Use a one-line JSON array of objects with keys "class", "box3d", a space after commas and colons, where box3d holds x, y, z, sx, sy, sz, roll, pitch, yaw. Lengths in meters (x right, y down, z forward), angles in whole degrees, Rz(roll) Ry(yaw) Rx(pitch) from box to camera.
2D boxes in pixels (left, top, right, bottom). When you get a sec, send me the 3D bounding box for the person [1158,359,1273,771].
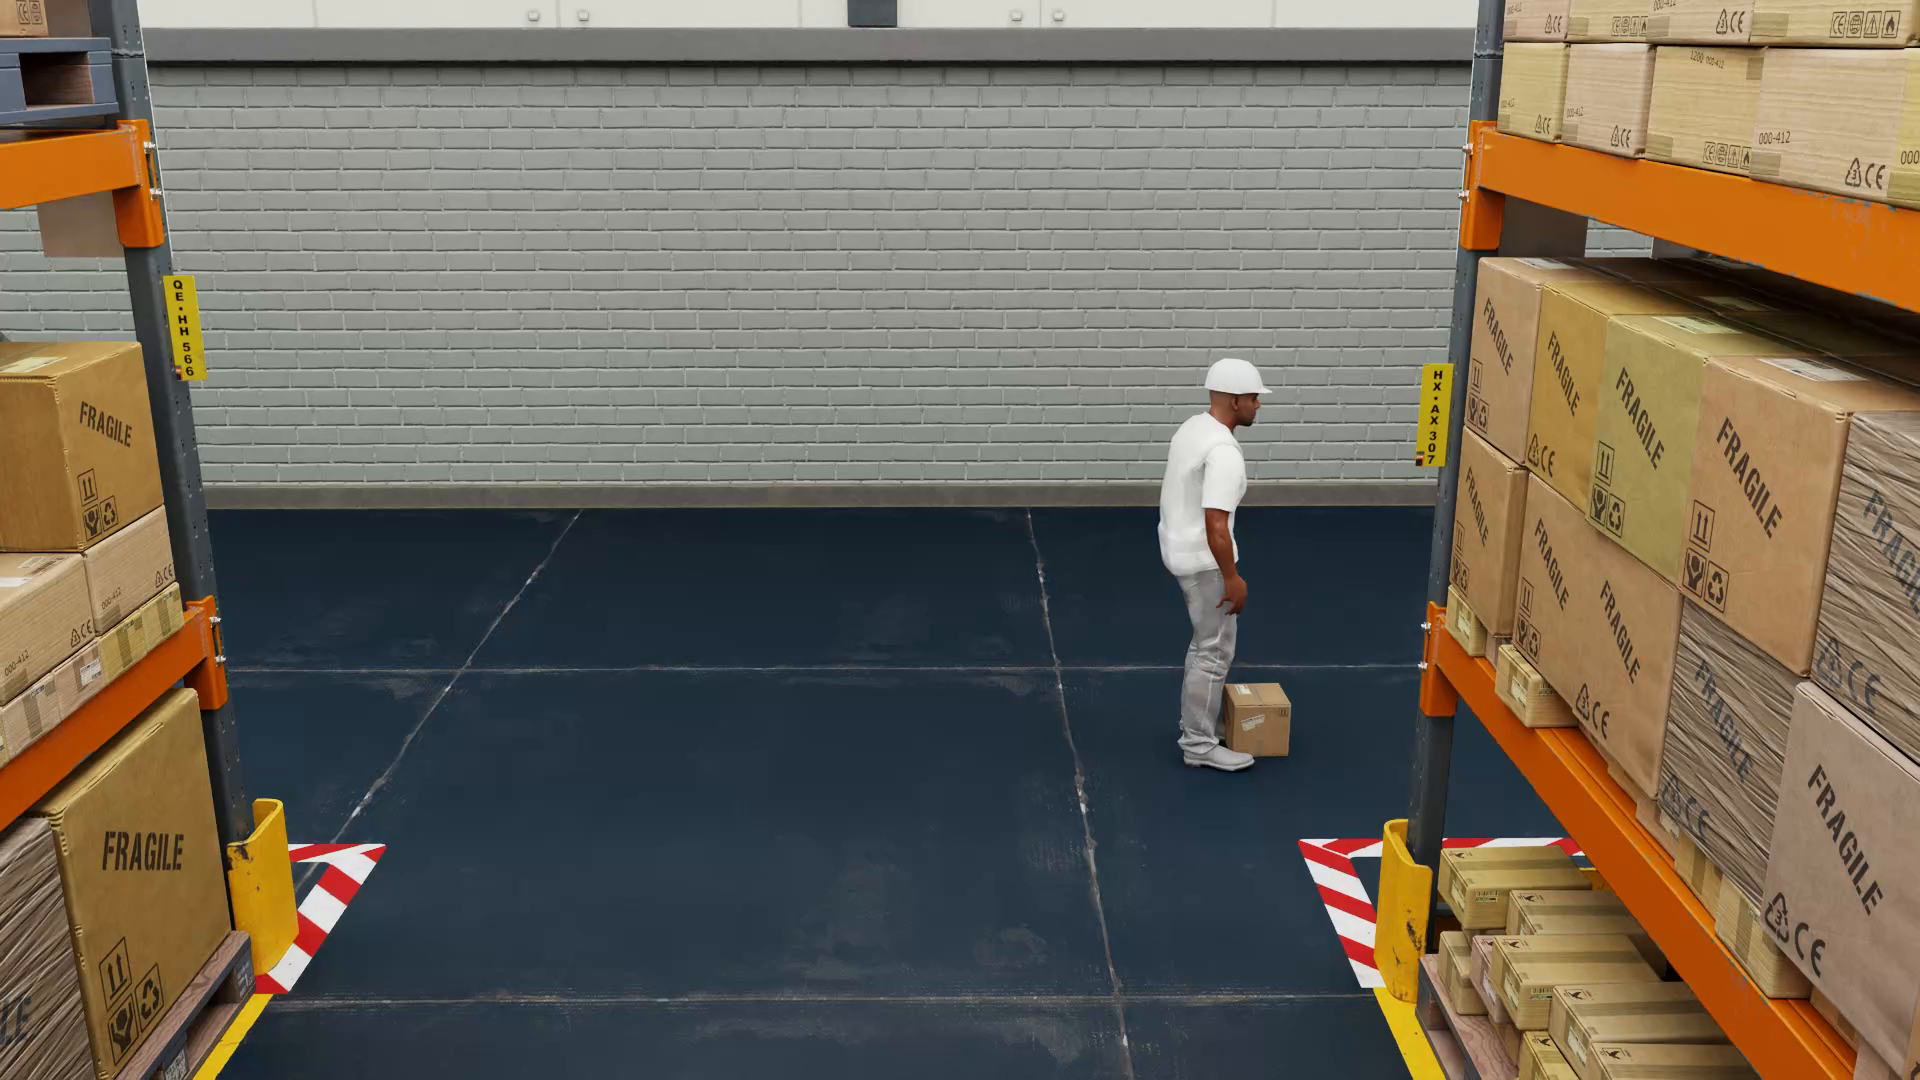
[{"class": "person", "box3d": [1.098, 0.086, 7.231, 0.455, 1.761, 0.637, -1, 17, -3]}]
